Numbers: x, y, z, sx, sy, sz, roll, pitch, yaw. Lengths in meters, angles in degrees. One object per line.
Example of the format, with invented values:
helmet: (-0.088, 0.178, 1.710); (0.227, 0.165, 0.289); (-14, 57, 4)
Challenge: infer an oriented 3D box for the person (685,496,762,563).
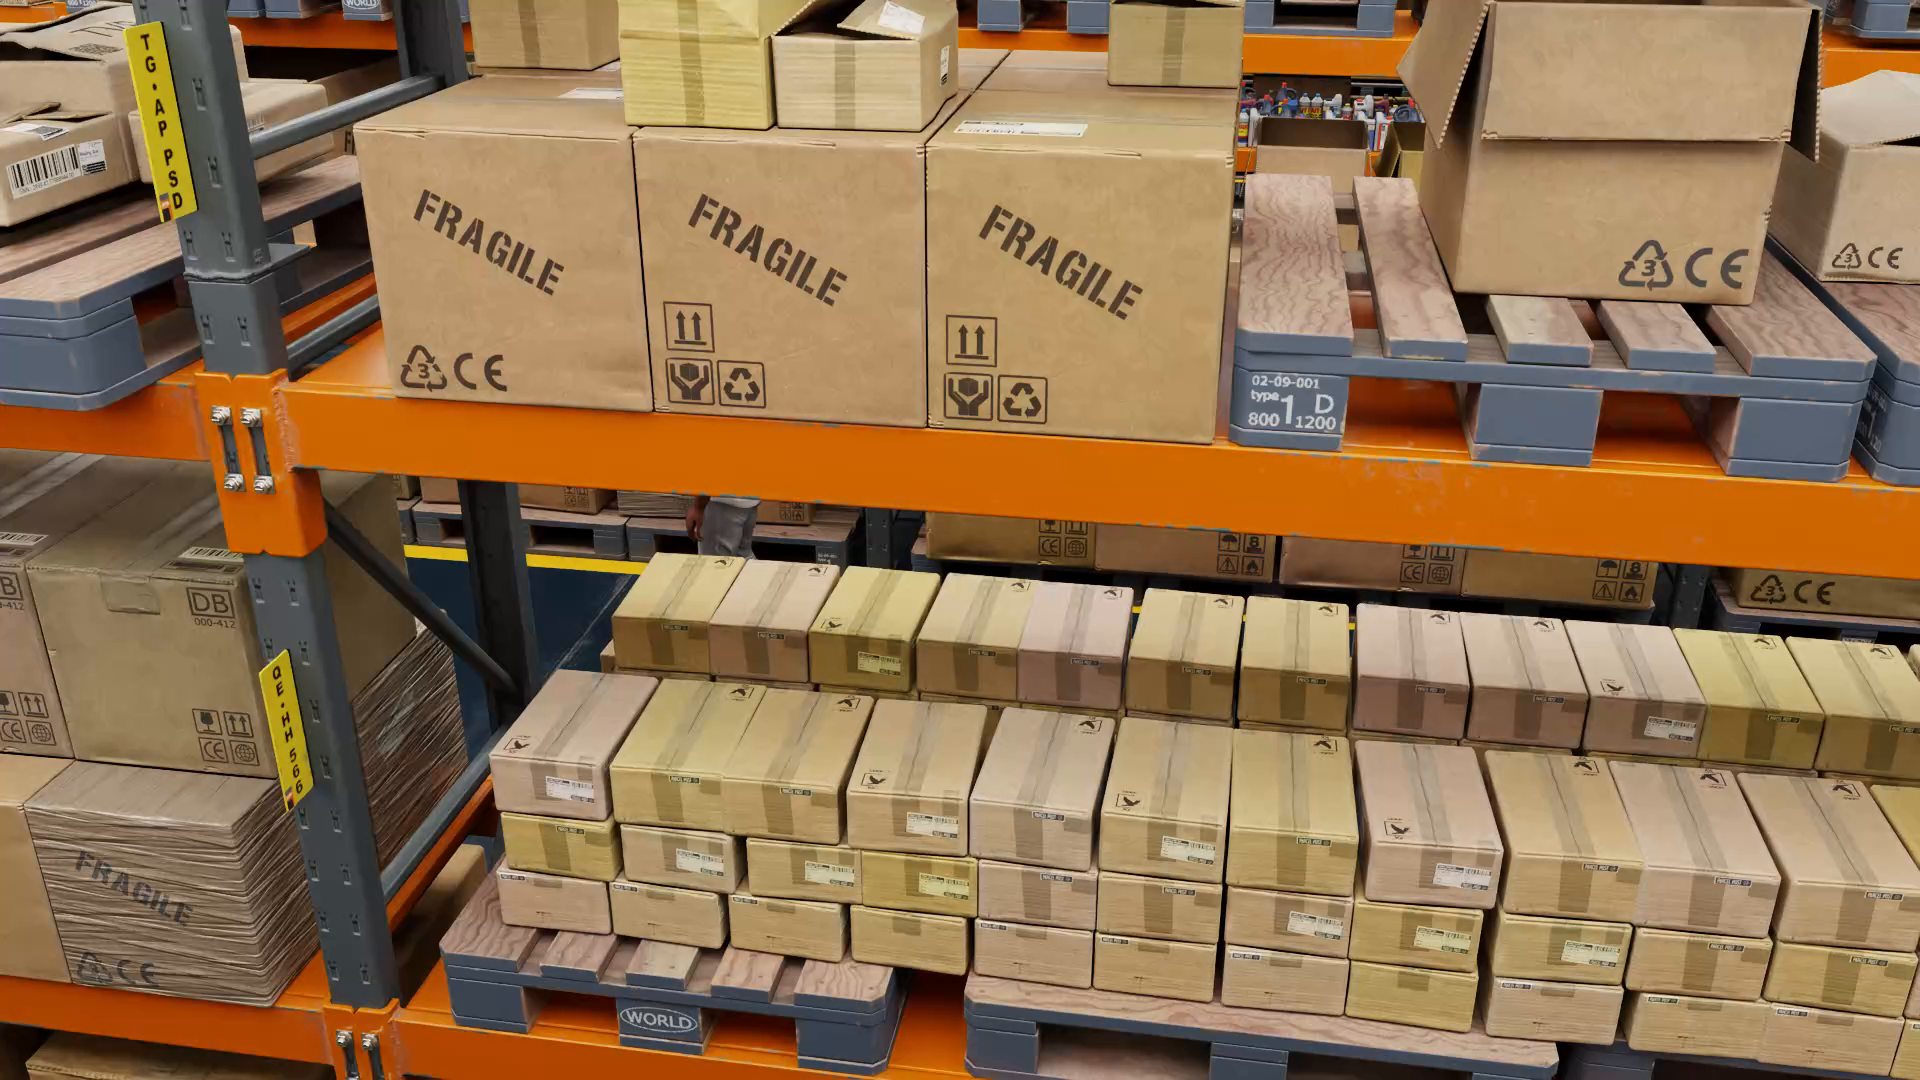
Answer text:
person: (-1.086, -0.244, 7.612); (0.456, 1.761, 0.628); (6, 25, 12)
